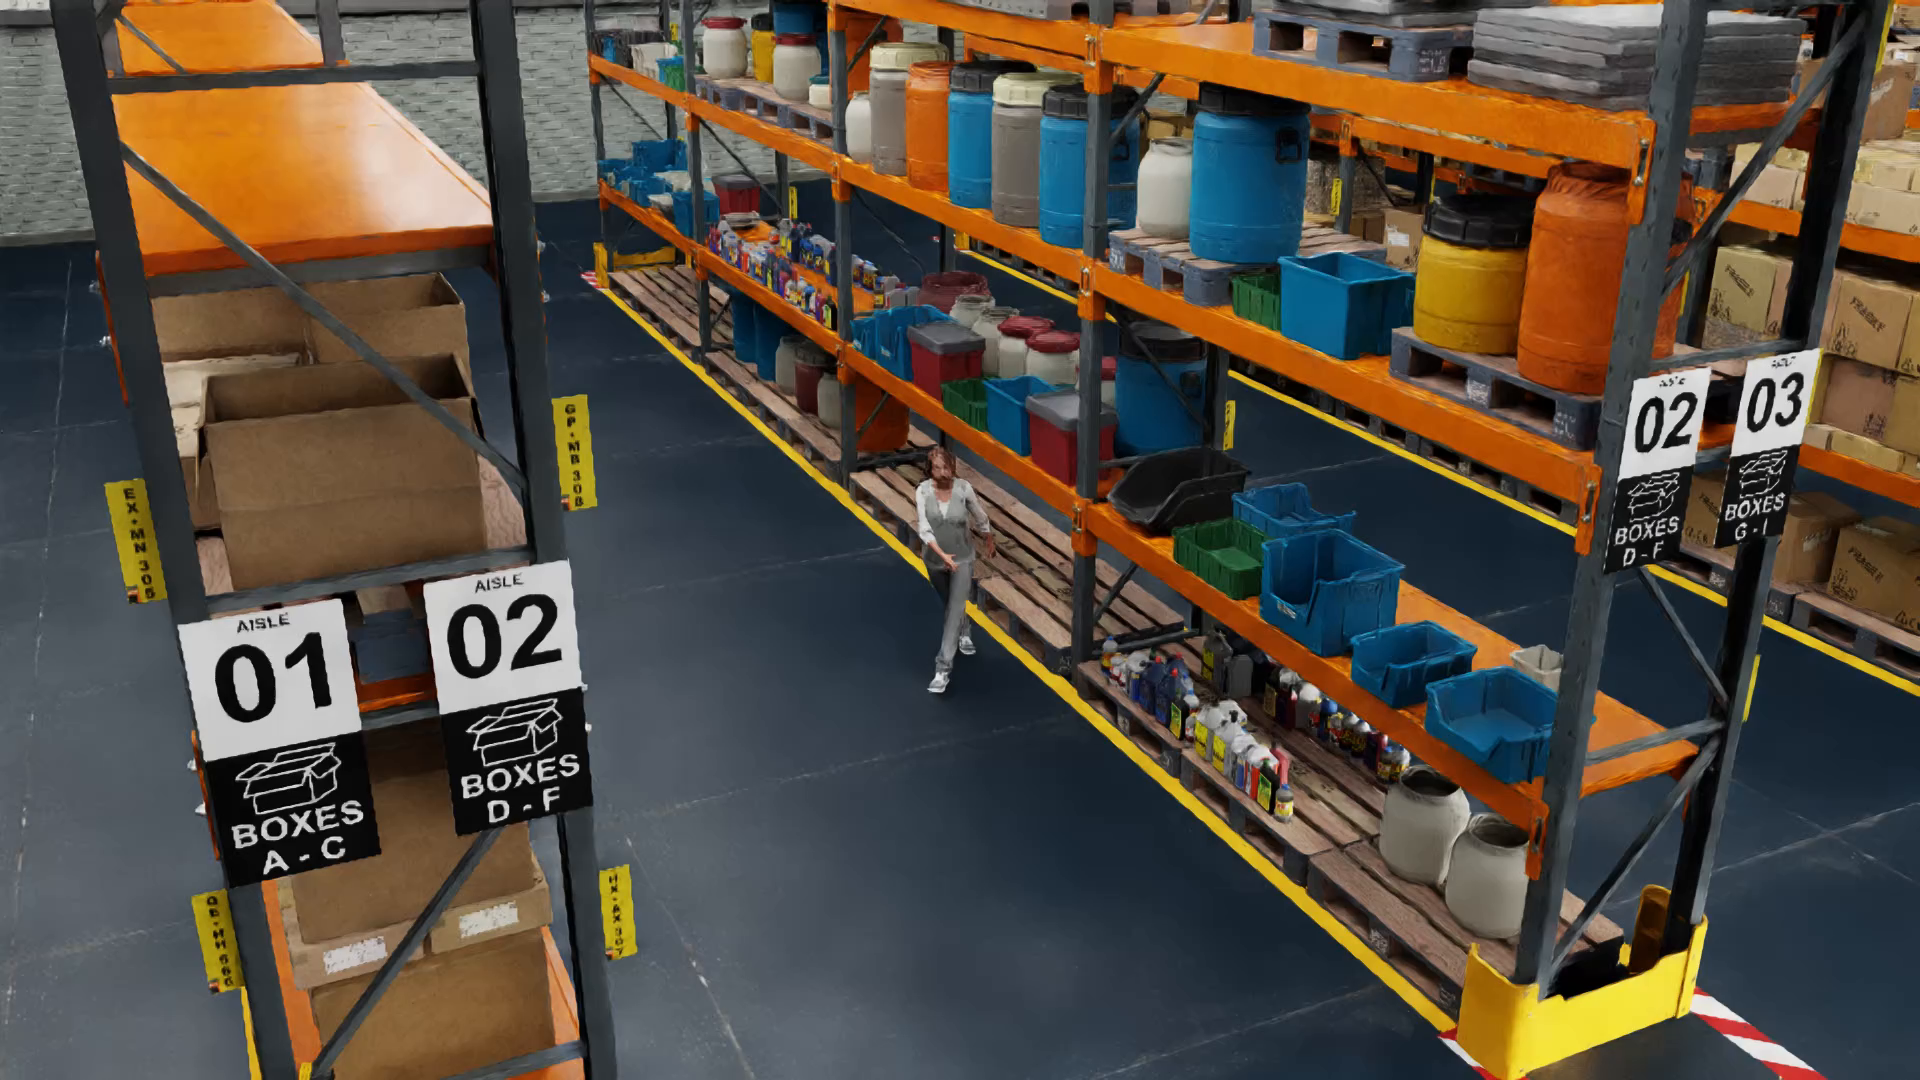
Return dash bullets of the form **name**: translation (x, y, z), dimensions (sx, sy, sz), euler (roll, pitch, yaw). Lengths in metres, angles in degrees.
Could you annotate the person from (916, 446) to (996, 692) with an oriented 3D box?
- **person**: translation (-0.050, 0.154, 10.643), dimensions (0.474, 1.508, 0.919), euler (4, 23, 9)
